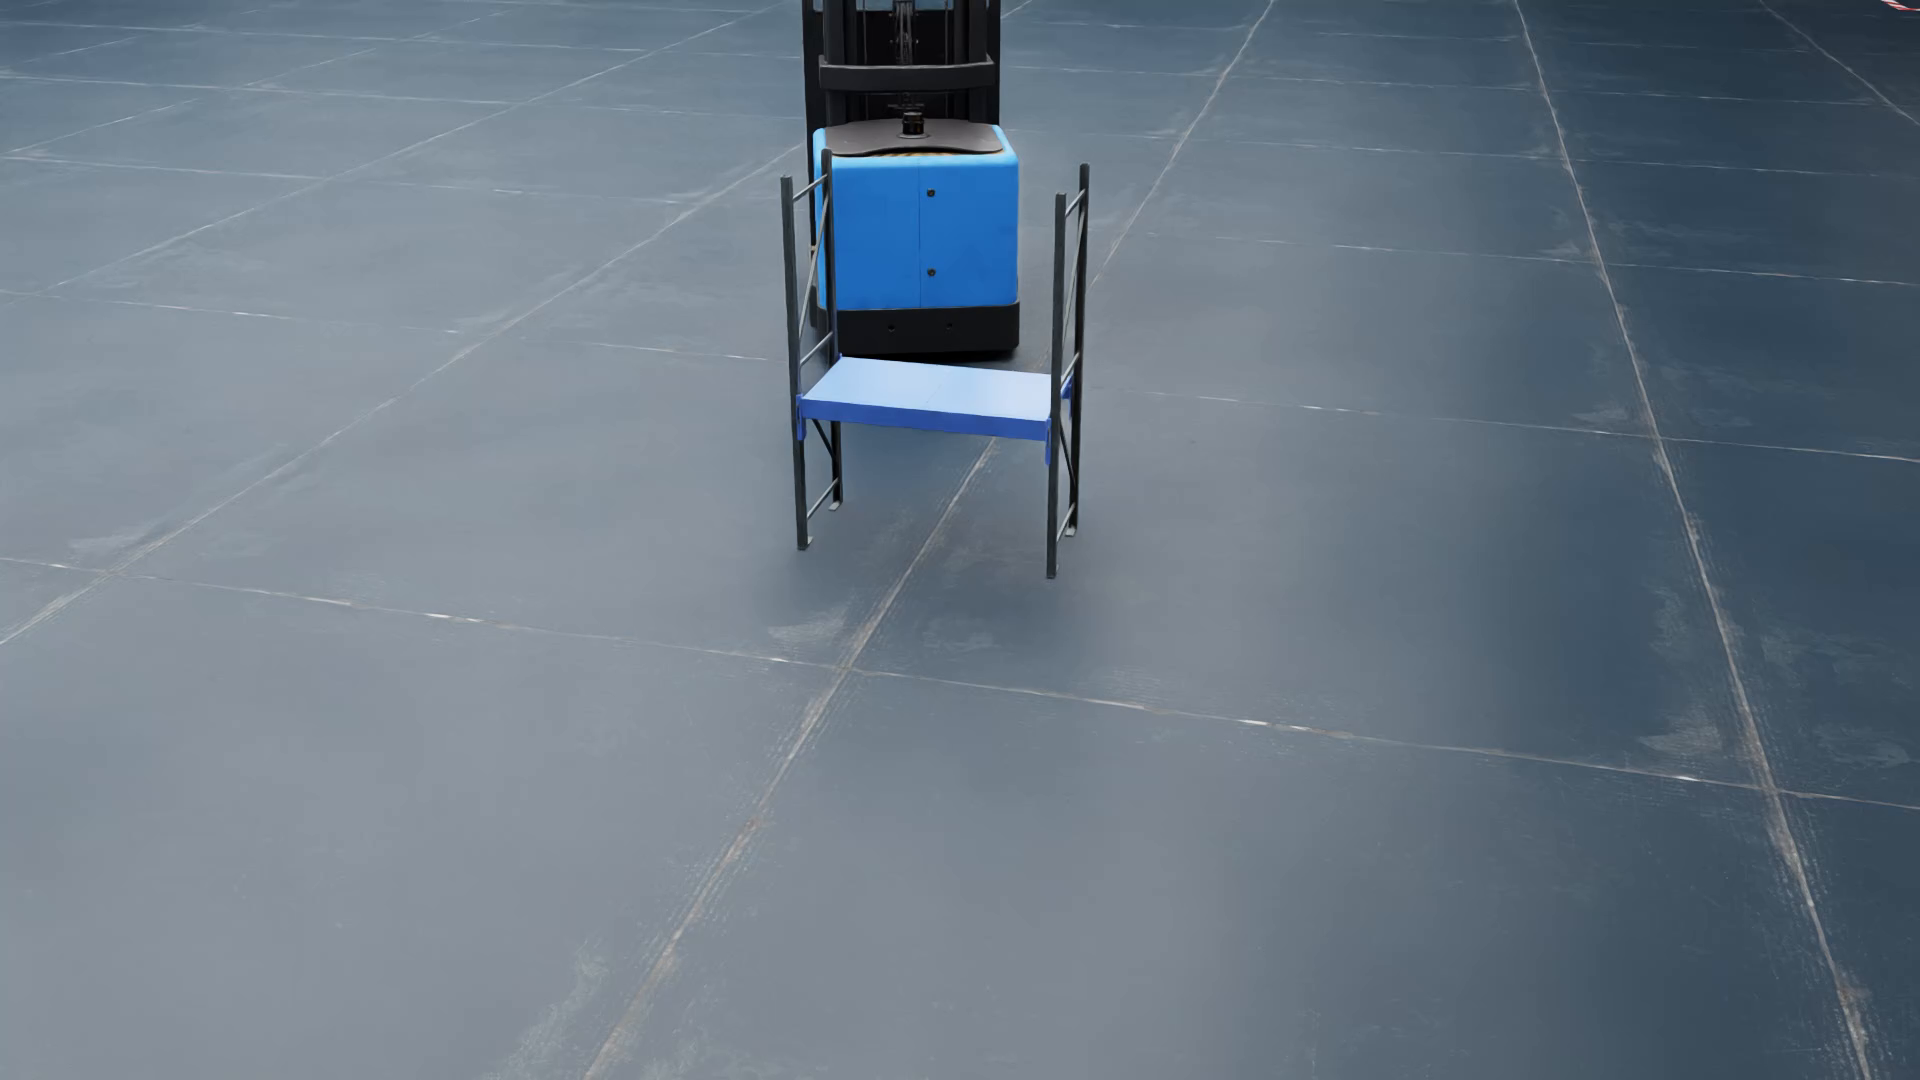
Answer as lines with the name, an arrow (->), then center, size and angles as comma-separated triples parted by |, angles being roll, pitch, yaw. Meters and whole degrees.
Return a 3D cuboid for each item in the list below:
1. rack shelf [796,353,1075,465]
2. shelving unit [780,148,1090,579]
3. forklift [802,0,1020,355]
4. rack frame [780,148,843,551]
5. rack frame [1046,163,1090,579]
rack shelf -> -0.083, -0.524, 6.524 | 1.000, 0.185, 0.538 | 6, 26, 13
shelving unit -> -0.083, -0.686, 6.447 | 1.048, 1.500, 0.538 | 6, 26, 13
forklift -> -0.346, -2.877, 9.383 | 1.130, 2.935, 3.031 | -2, 26, -5
rack frame -> -0.575, -0.741, 6.561 | 0.032, 1.500, 0.500 | 6, 26, 13
rack frame -> 0.410, -0.632, 6.332 | 0.032, 1.500, 0.500 | 6, 26, 13
